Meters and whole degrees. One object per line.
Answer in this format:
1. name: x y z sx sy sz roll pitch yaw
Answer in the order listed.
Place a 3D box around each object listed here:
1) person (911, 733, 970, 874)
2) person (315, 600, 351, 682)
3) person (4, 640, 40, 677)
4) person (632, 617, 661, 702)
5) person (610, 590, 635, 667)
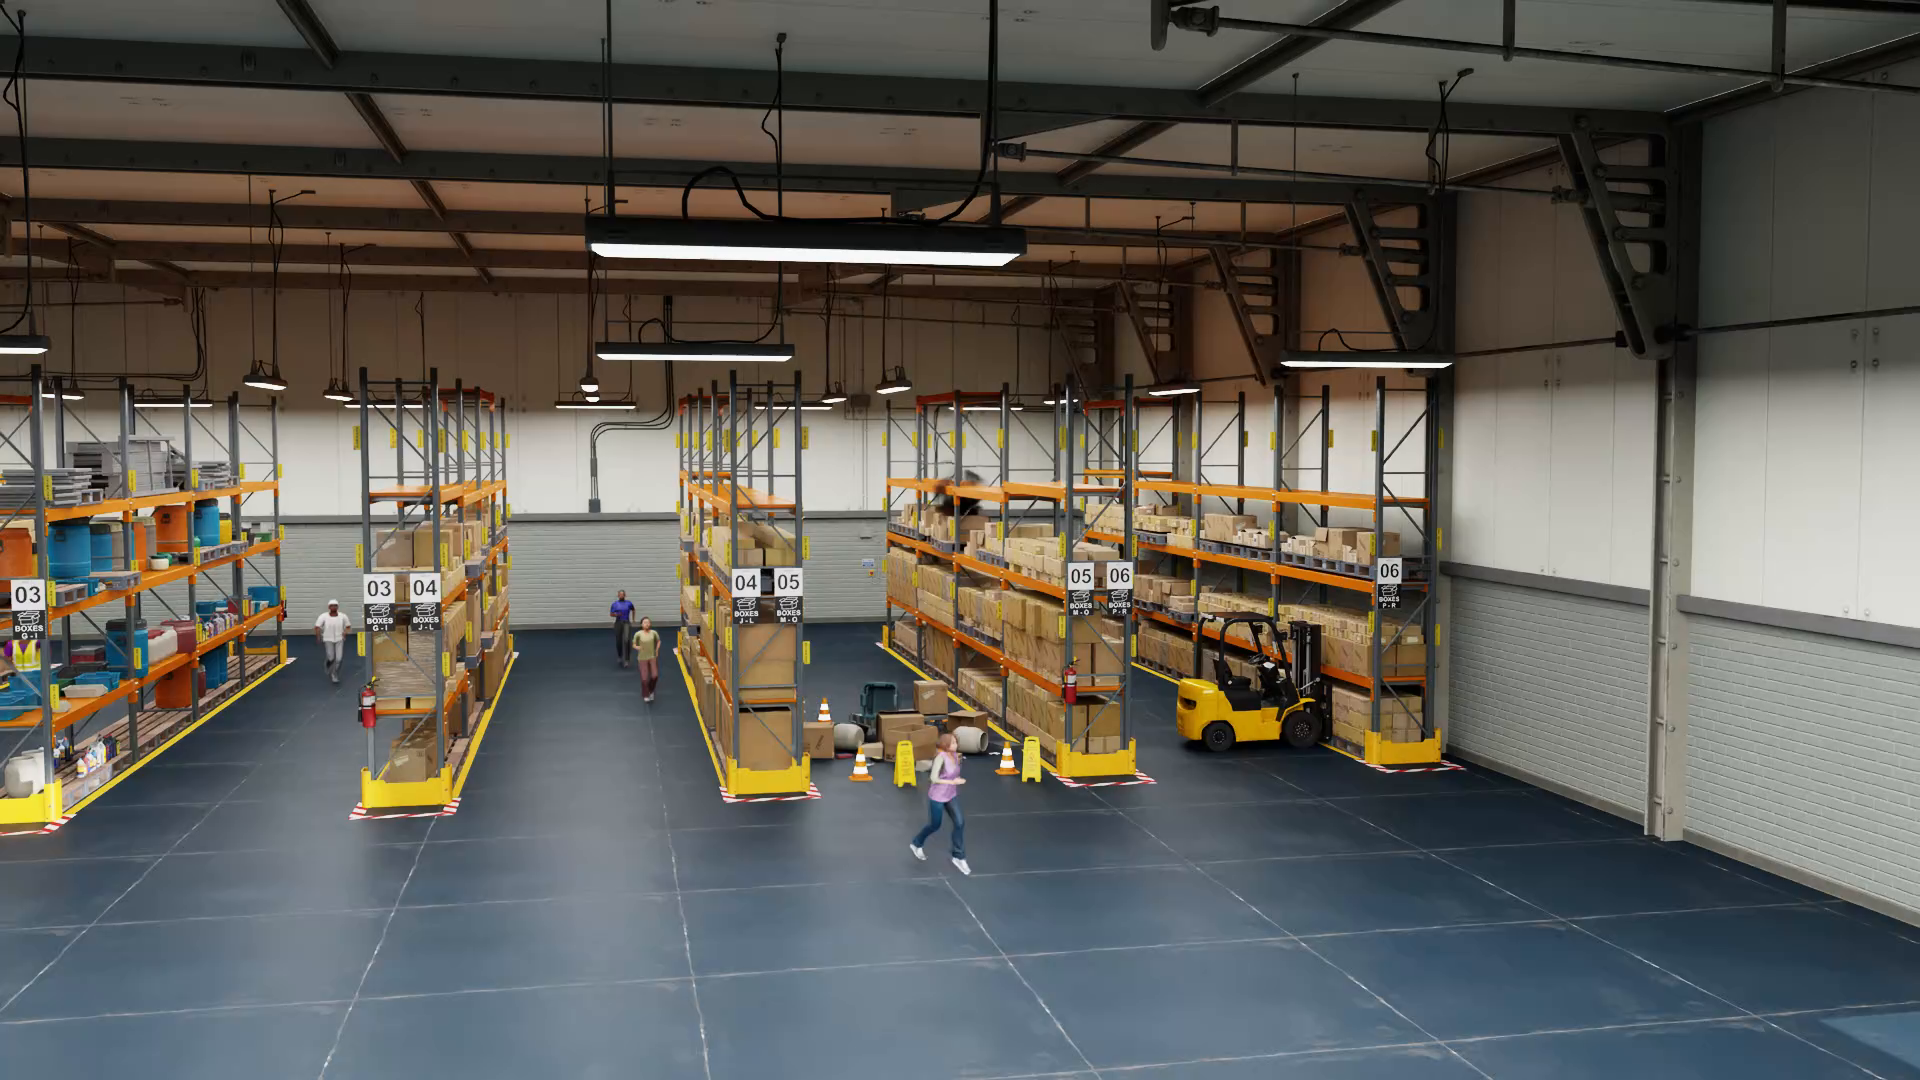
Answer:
1. person: -0.229 3.061 19.457 0.868 1.596 0.562 2 4 36
2. person: -12.998 2.092 34.520 0.702 1.718 0.584 -2 4 -28
3. person: -16.525 2.361 29.397 0.640 1.796 0.890 -1 4 -15
4. person: -5.958 2.283 31.733 0.568 1.628 0.543 -1 4 -19
5. person: -7.532 1.955 37.142 0.550 1.702 0.809 -1 3 -10
